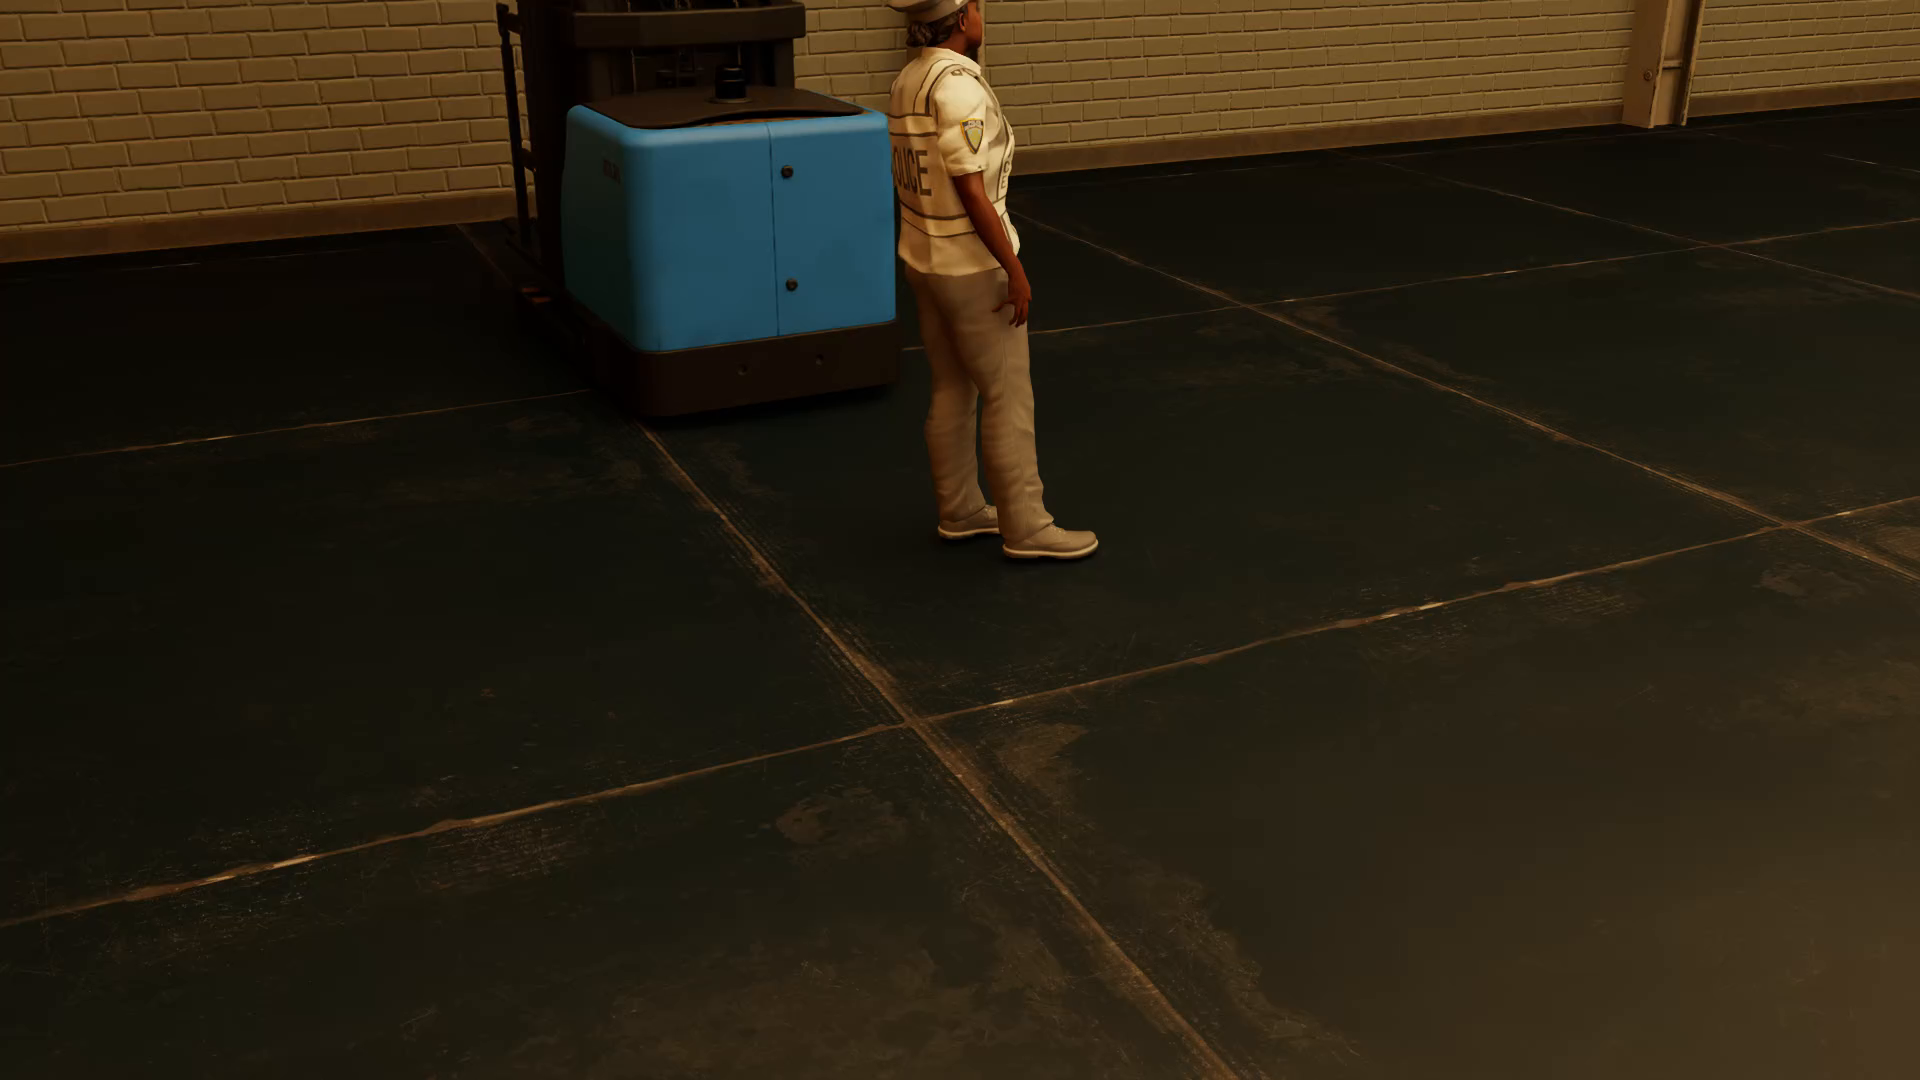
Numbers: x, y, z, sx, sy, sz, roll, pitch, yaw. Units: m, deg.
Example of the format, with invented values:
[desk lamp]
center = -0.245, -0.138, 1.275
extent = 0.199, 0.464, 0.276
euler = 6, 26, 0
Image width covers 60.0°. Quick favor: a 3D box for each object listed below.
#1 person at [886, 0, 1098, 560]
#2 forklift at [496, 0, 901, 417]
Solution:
[person]
center = 0.076, -0.794, 4.792
extent = 0.530, 1.695, 0.570
euler = -10, 25, -23
[forklift]
center = -1.346, -2.324, 6.881
extent = 1.130, 2.935, 3.031
euler = -11, 25, -25
